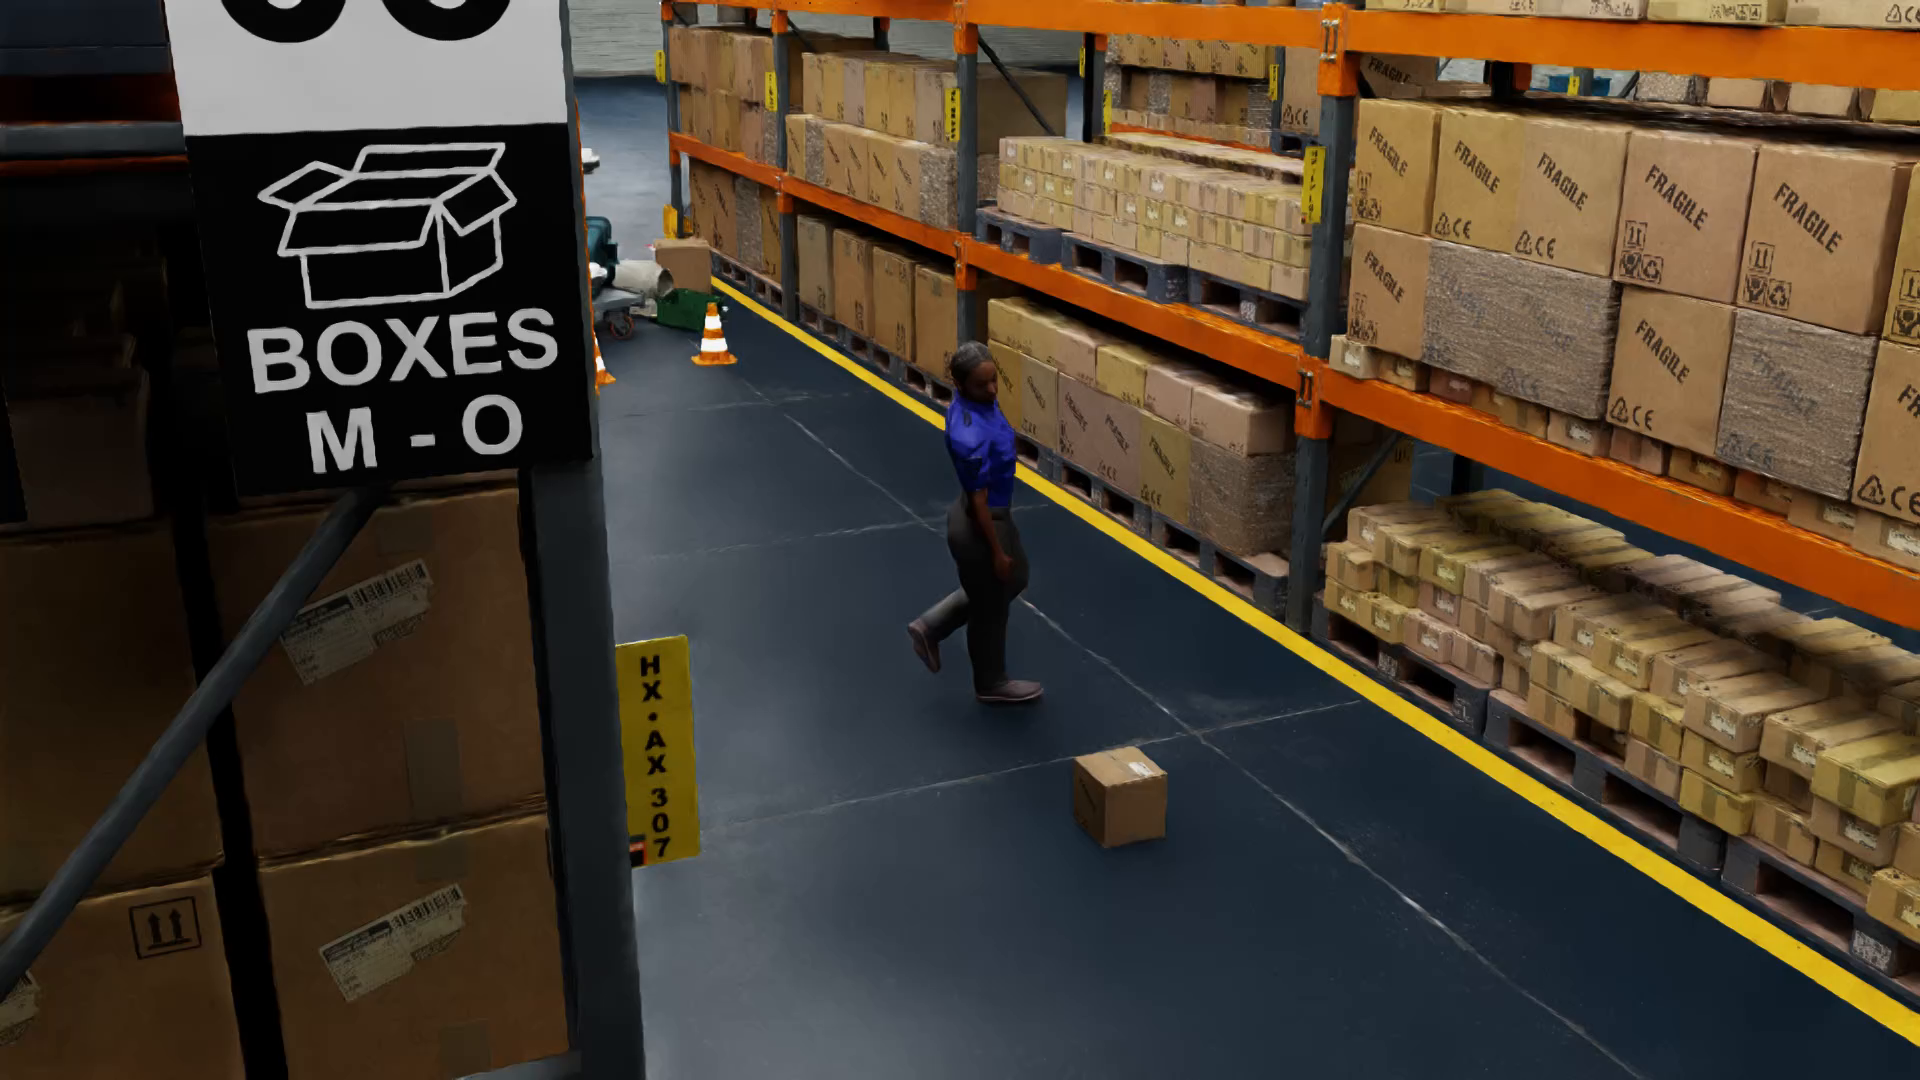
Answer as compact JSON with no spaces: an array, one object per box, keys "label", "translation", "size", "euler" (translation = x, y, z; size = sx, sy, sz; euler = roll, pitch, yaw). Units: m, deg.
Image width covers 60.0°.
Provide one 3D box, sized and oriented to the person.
[{"label":"person","translation":[0.088,-0.045,6.713],"size":[0.556,1.616,0.568],"euler":[-1,19,-2]}]
